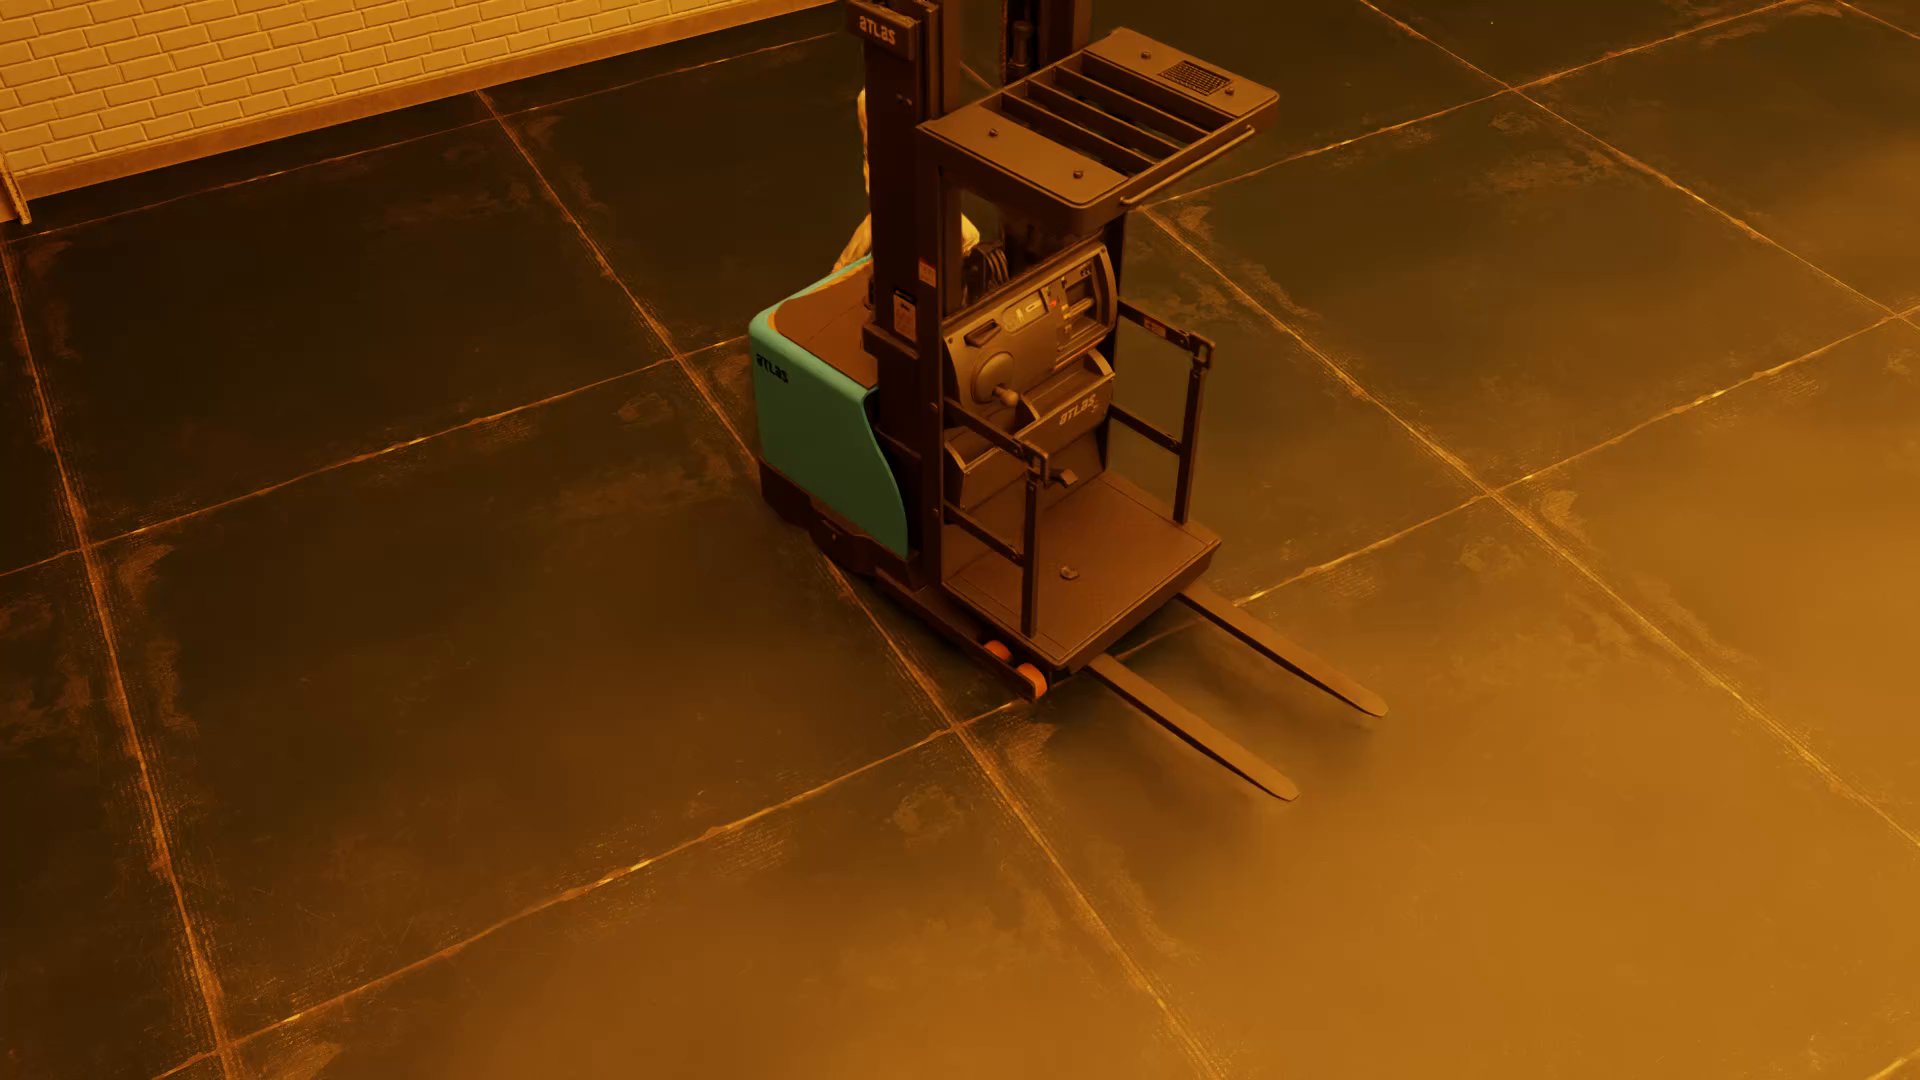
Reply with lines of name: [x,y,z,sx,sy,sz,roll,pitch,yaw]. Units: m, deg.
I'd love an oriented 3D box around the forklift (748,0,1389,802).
forklift: [0.444,-0.786,6.545,3.031,2.935,1.130,34,53,31]

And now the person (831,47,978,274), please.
person: [-0.343,-1.925,8.810,0.670,1.513,0.882,-16,45,-16]
